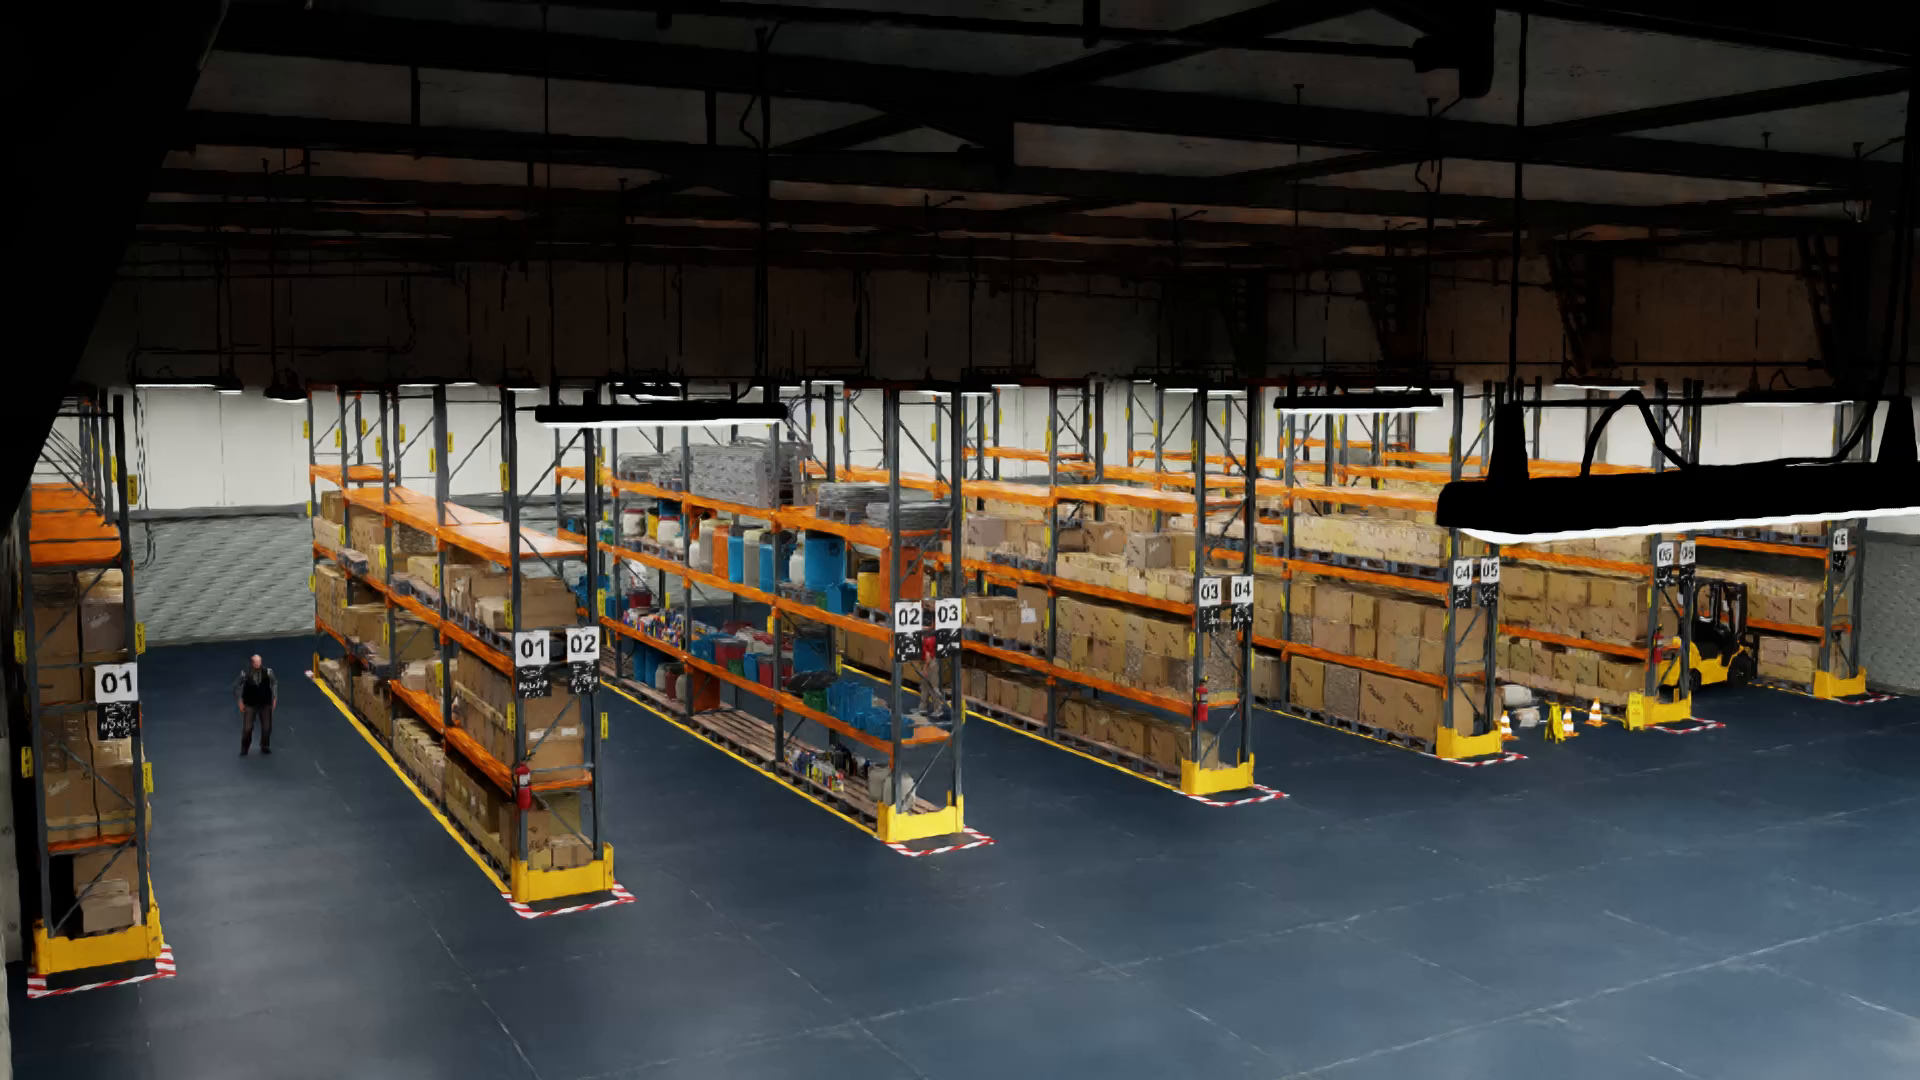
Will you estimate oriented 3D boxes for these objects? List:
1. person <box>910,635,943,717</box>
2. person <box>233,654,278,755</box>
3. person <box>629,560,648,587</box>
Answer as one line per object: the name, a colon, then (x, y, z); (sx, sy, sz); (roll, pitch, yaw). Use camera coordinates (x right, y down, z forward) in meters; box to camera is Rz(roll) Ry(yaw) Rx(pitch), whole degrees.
person: (-0.607, 2.289, 29.888); (0.591, 1.710, 0.669); (0, 6, -4)
person: (-11.362, 2.654, 26.858); (0.677, 1.674, 0.534); (-4, 7, -31)
person: (-7.998, 1.132, 40.763); (0.514, 1.750, 0.725); (2, 6, 17)
